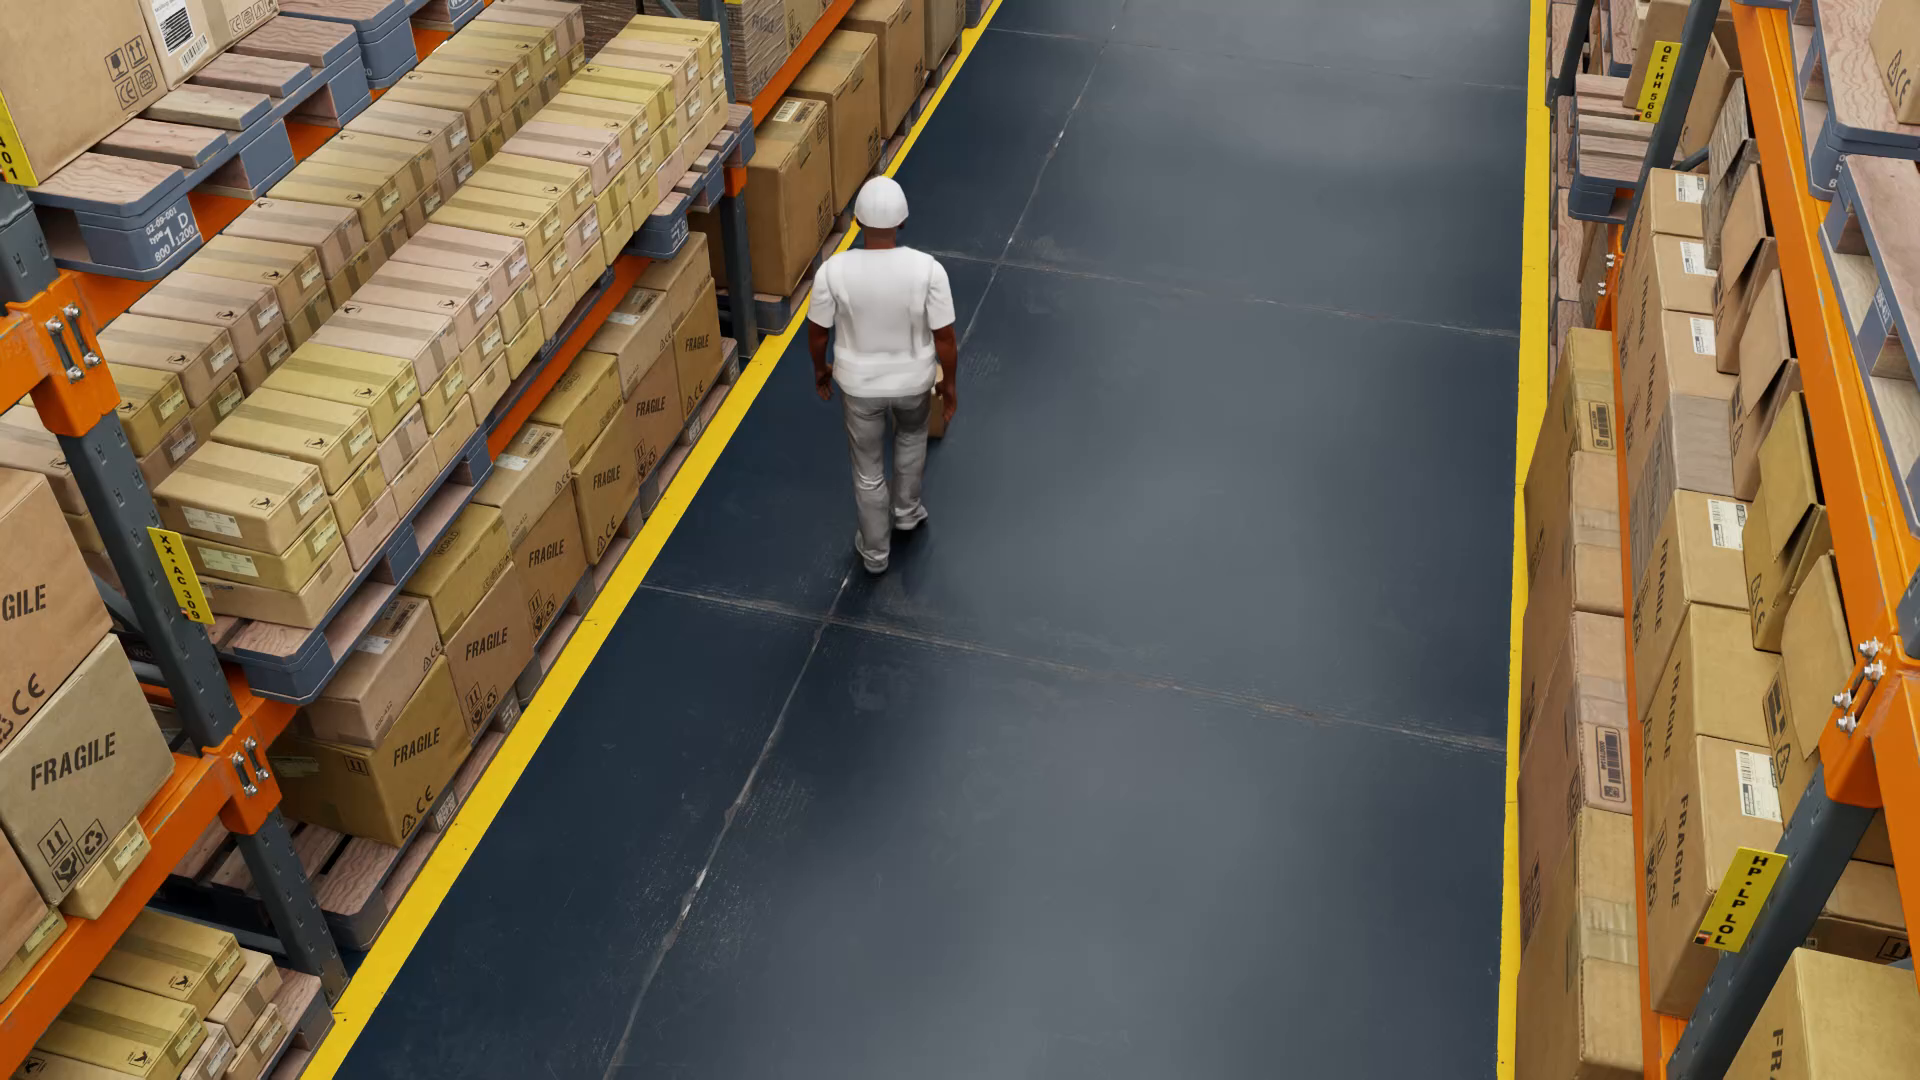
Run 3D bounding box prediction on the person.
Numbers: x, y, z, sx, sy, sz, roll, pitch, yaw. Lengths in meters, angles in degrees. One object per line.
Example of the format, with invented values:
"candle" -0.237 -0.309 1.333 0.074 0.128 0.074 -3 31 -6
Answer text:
"person" -0.317 -0.653 6.907 0.595 1.802 0.515 -6 41 -6
